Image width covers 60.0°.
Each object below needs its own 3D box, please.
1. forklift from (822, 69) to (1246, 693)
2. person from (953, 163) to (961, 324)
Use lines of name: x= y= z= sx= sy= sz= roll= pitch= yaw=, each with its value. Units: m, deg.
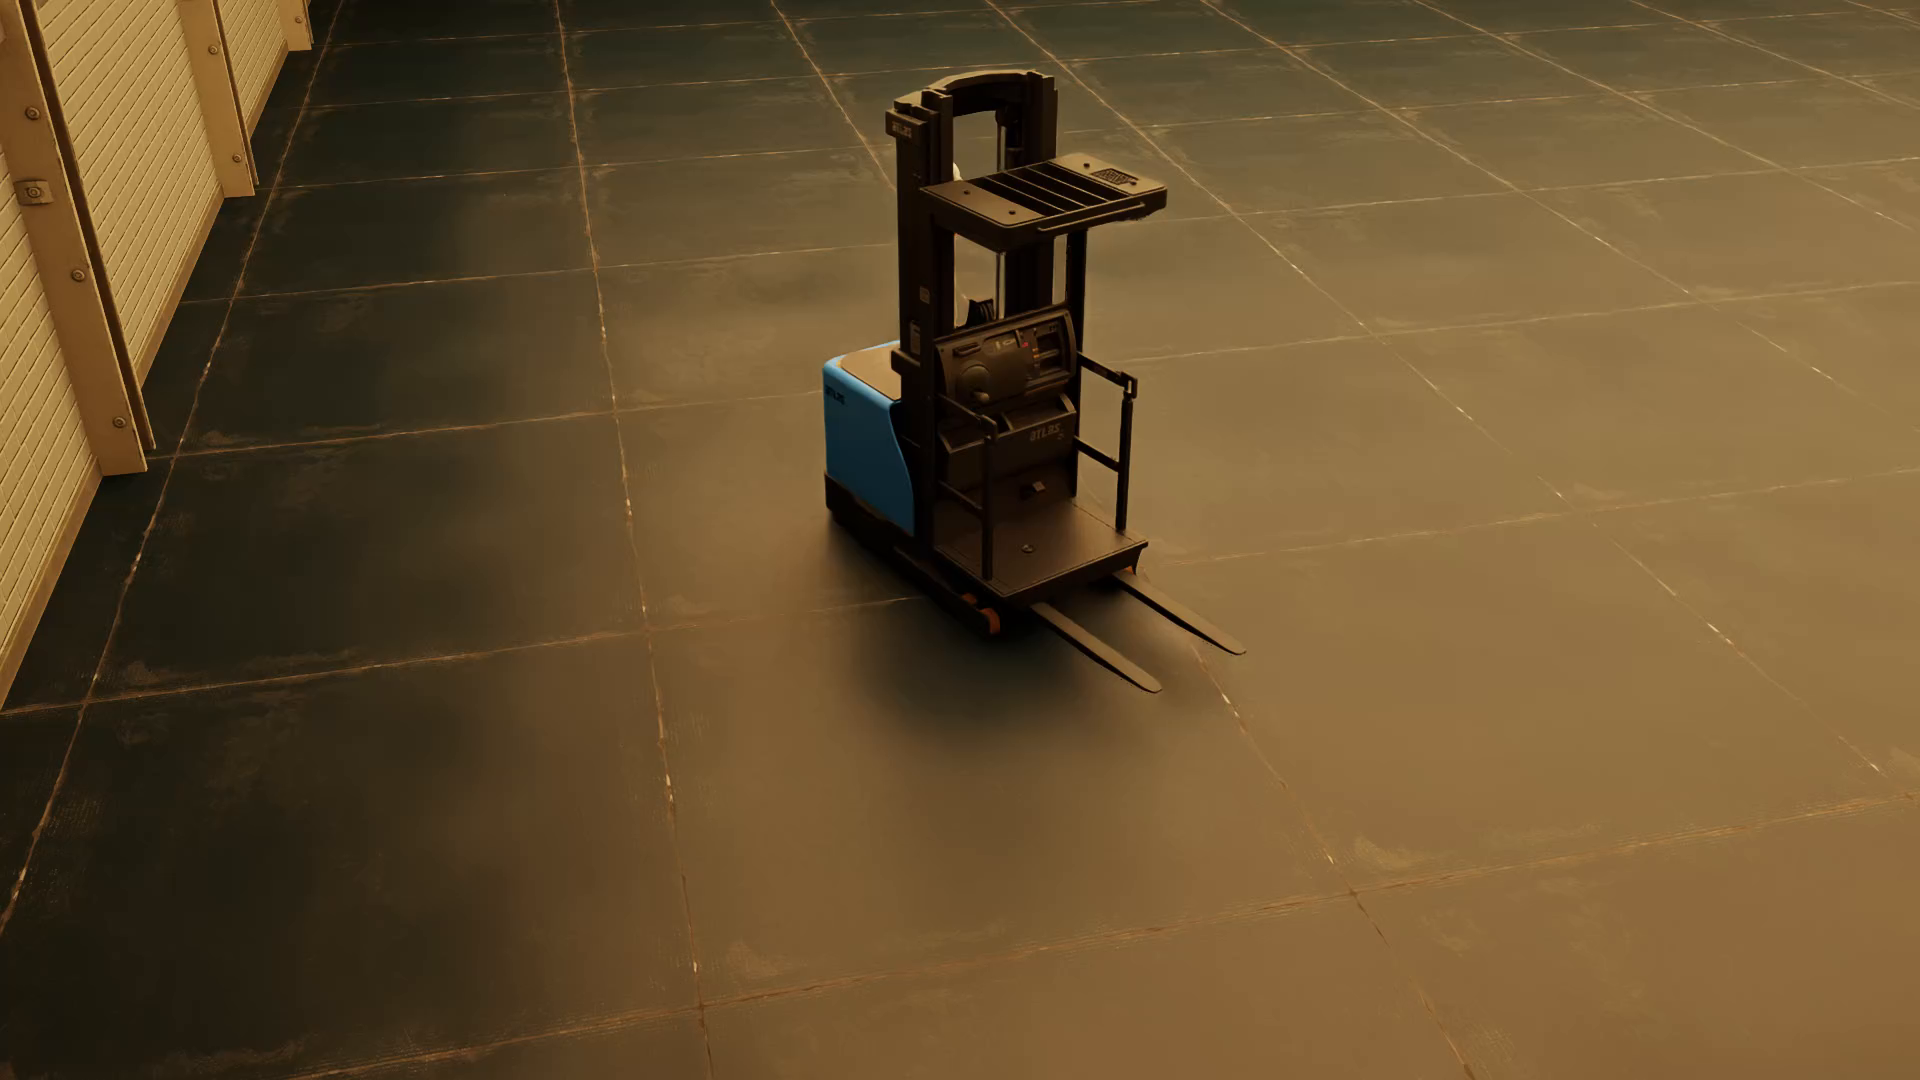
forklift: x=0.399 y=-0.990 z=9.285 sx=1.130 sy=2.935 sz=3.031 roll=-20 pitch=35 yaw=-30
person: x=-0.246 y=-2.428 z=13.025 sx=0.526 sy=1.684 sz=0.512 roll=-13 pitch=33 yaw=-22
